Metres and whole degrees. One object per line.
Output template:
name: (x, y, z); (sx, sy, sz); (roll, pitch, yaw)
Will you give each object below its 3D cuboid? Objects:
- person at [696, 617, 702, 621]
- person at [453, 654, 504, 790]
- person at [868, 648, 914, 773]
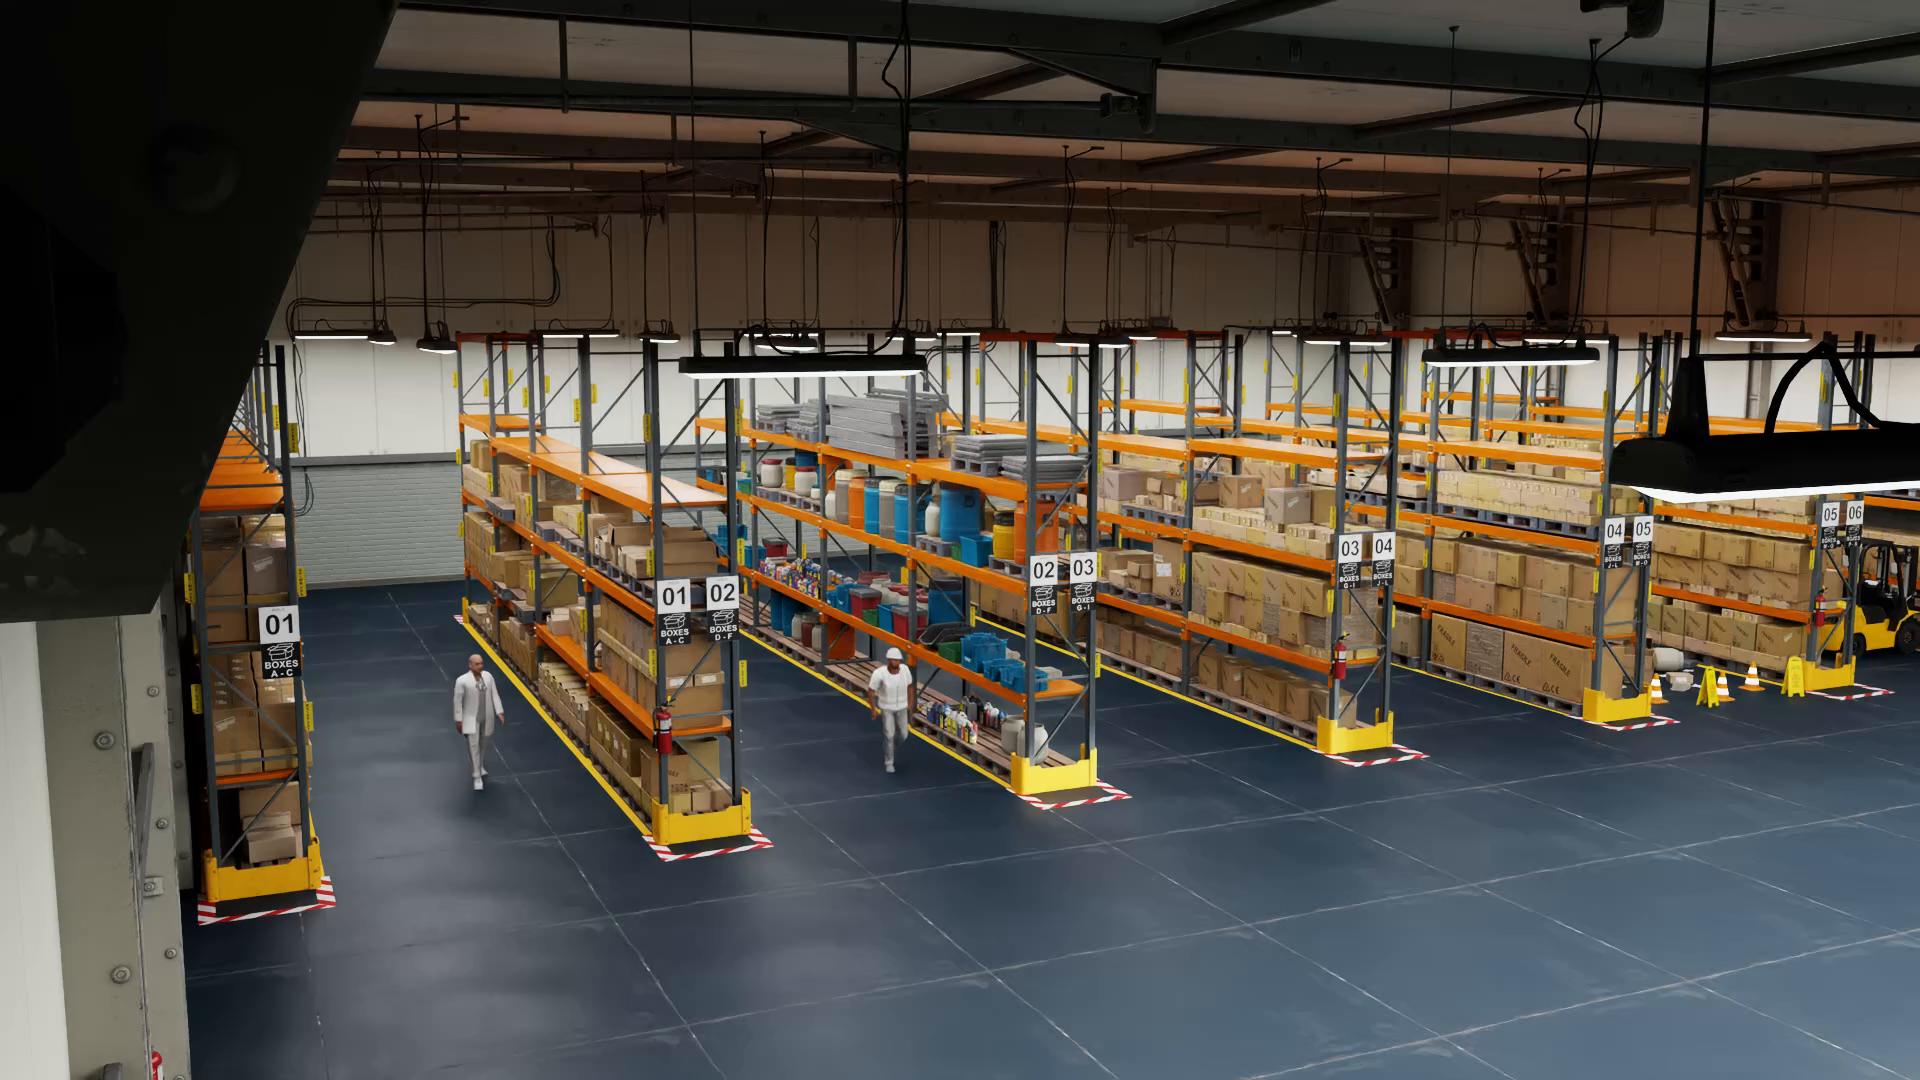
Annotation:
person: (-4.810, 1.593, 29.453); (0.568, 1.574, 0.703); (-2, 8, -16)
person: (-6.503, 2.414, 22.542); (0.645, 1.731, 1.011); (-5, 9, -34)
person: (-0.976, 2.344, 23.302); (0.672, 1.746, 0.619); (-4, 9, -26)
